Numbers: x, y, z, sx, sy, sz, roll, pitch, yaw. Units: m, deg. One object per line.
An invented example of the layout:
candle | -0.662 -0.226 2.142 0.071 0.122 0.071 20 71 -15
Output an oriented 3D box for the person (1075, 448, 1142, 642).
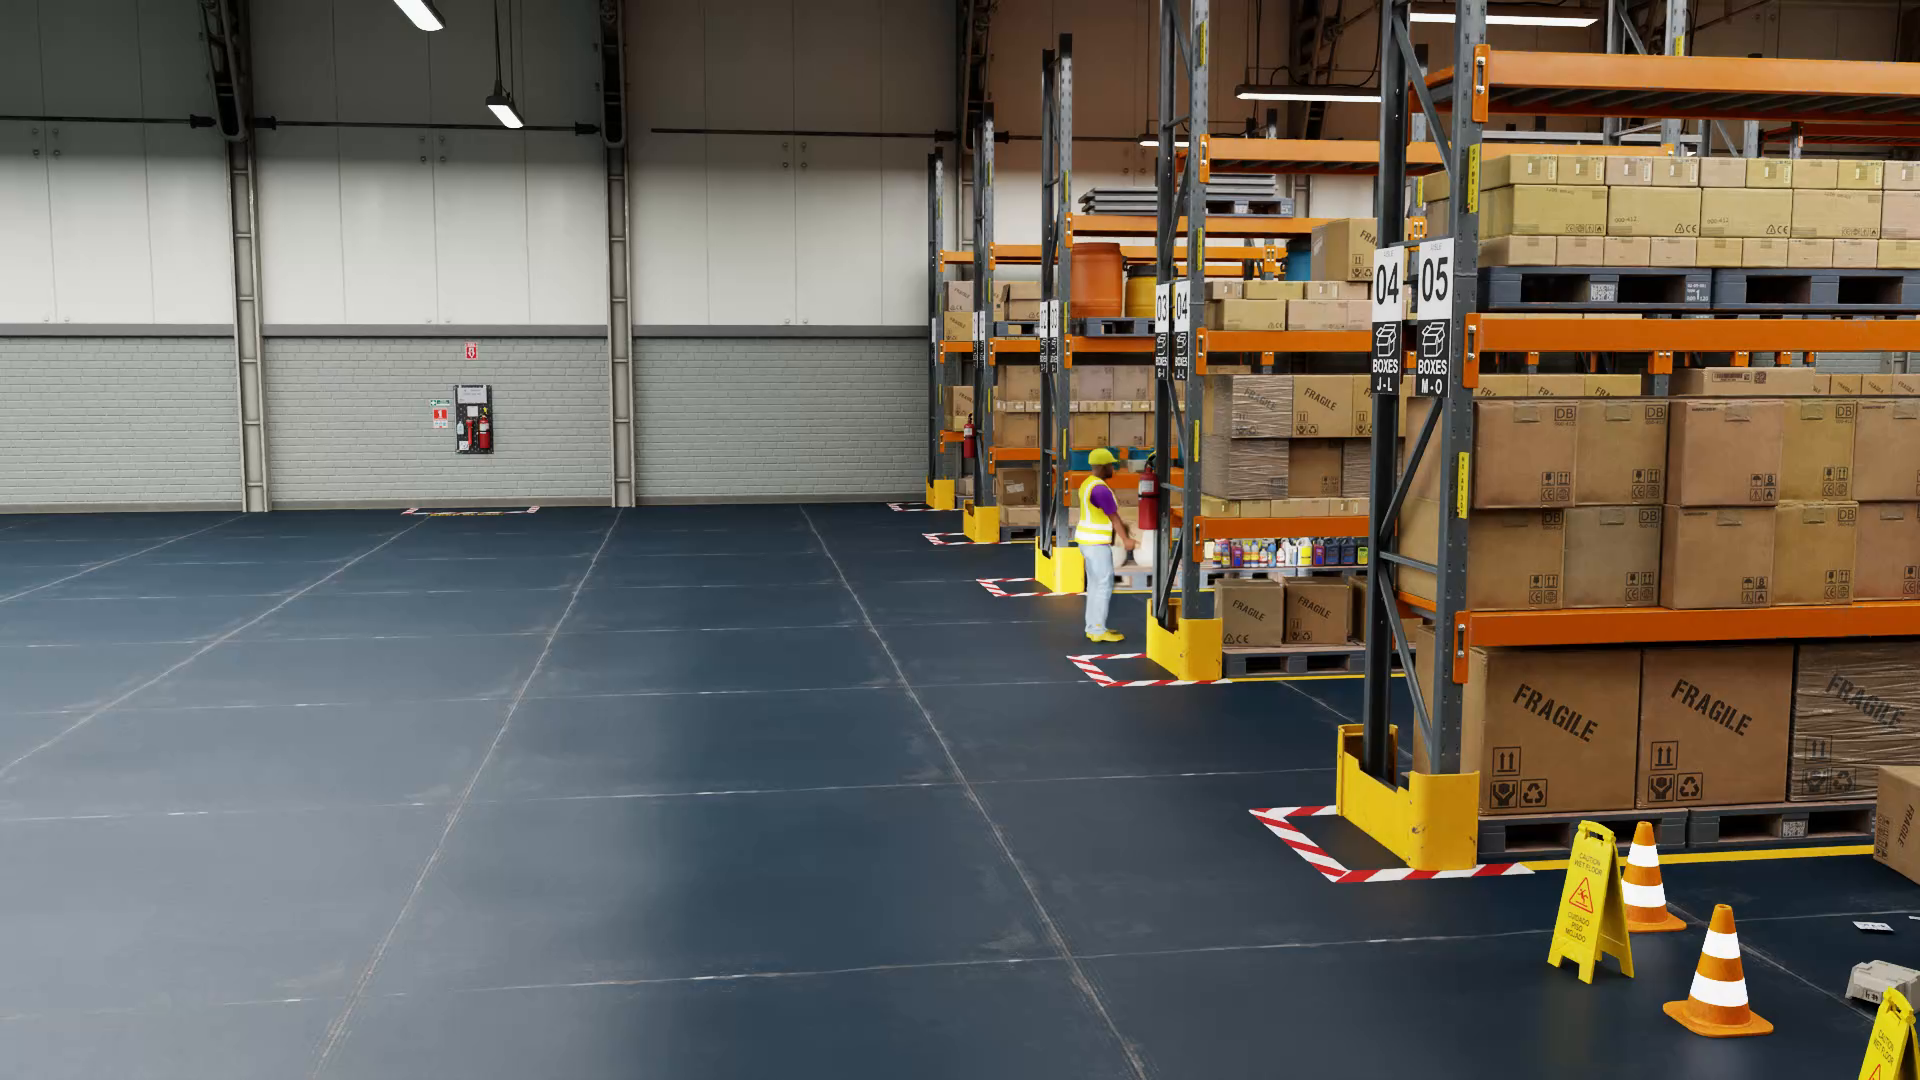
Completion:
person | 1.353 0.037 15.298 0.575 1.761 0.505 -1 7 -10
